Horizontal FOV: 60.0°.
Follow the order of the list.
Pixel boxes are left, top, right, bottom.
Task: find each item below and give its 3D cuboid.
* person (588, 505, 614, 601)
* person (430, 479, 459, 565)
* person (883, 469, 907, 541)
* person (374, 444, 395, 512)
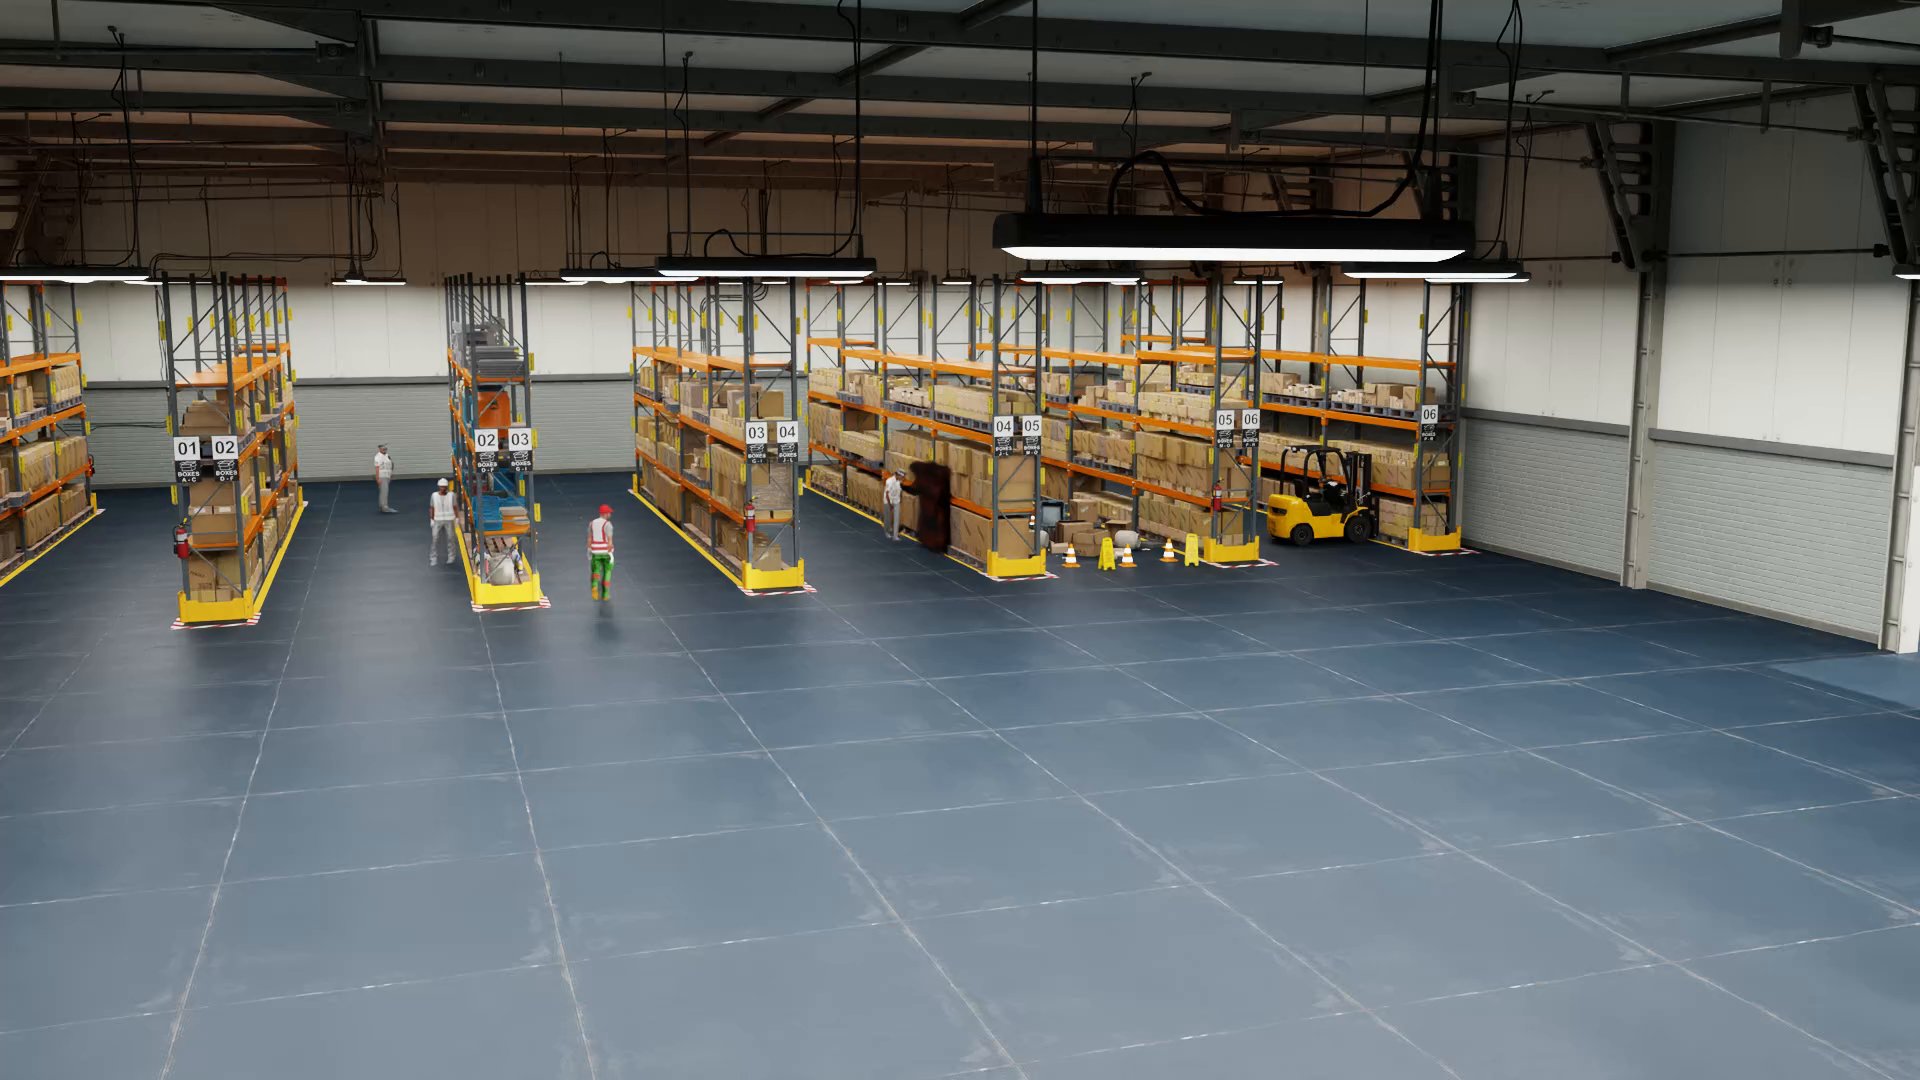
[{"bbox_3d":[-6.605,0.247,30.493,0.526,1.773,0.683,0,9,2],"label":"person"},{"bbox_3d":[-10.815,-0.363,34.801,0.624,1.844,0.400,-2,9,-14],"label":"person"},{"bbox_3d":[-1.402,-0.774,36.127,0.532,1.553,0.948,-2,9,-11],"label":"person"},{"bbox_3d":[-14.861,-1.620,43.001,0.472,1.767,0.568,-1,9,-7],"label":"person"}]
